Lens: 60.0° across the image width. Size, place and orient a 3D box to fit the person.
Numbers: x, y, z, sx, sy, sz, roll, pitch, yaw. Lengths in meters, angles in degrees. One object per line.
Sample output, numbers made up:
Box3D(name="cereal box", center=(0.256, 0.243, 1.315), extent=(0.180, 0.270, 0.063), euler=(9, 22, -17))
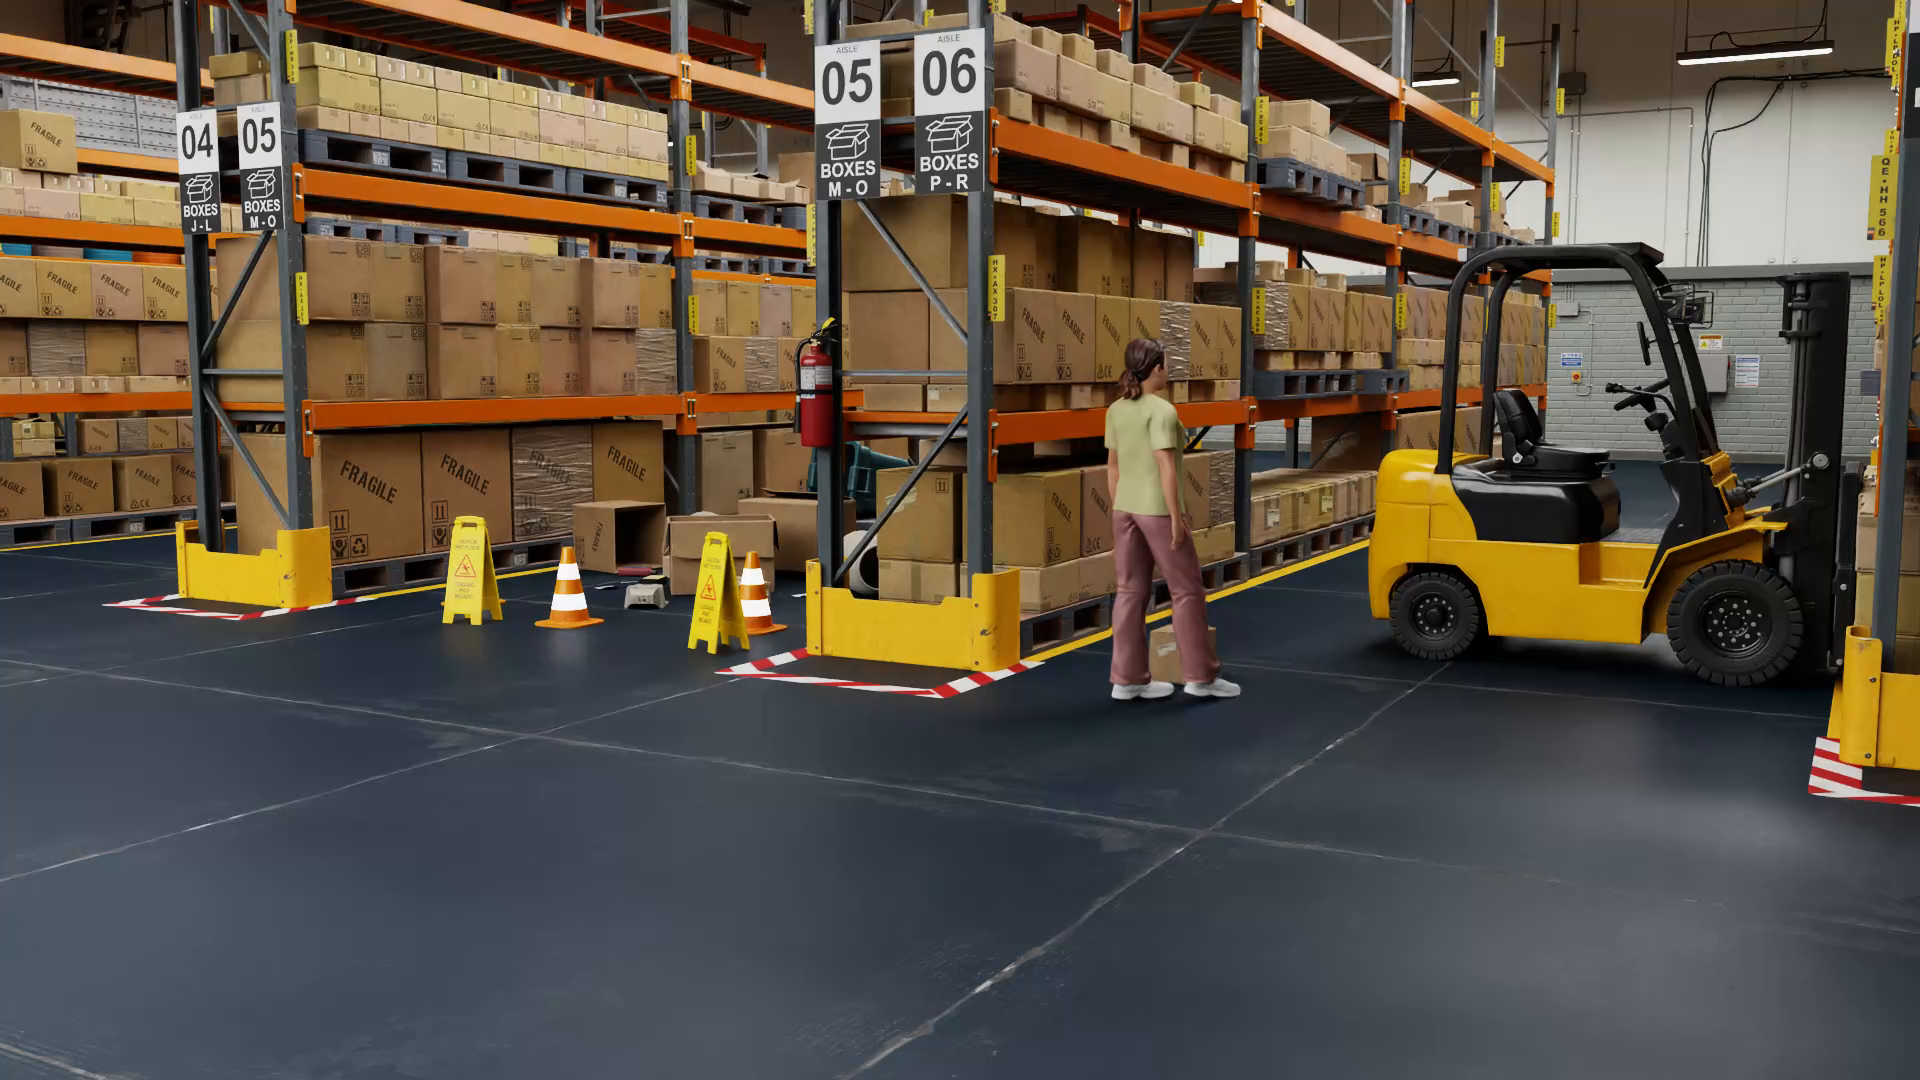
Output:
Box3D(name="person", center=(0.964, -0.099, 7.736), extent=(0.599, 1.670, 0.464), euler=(-5, 8, -39))
